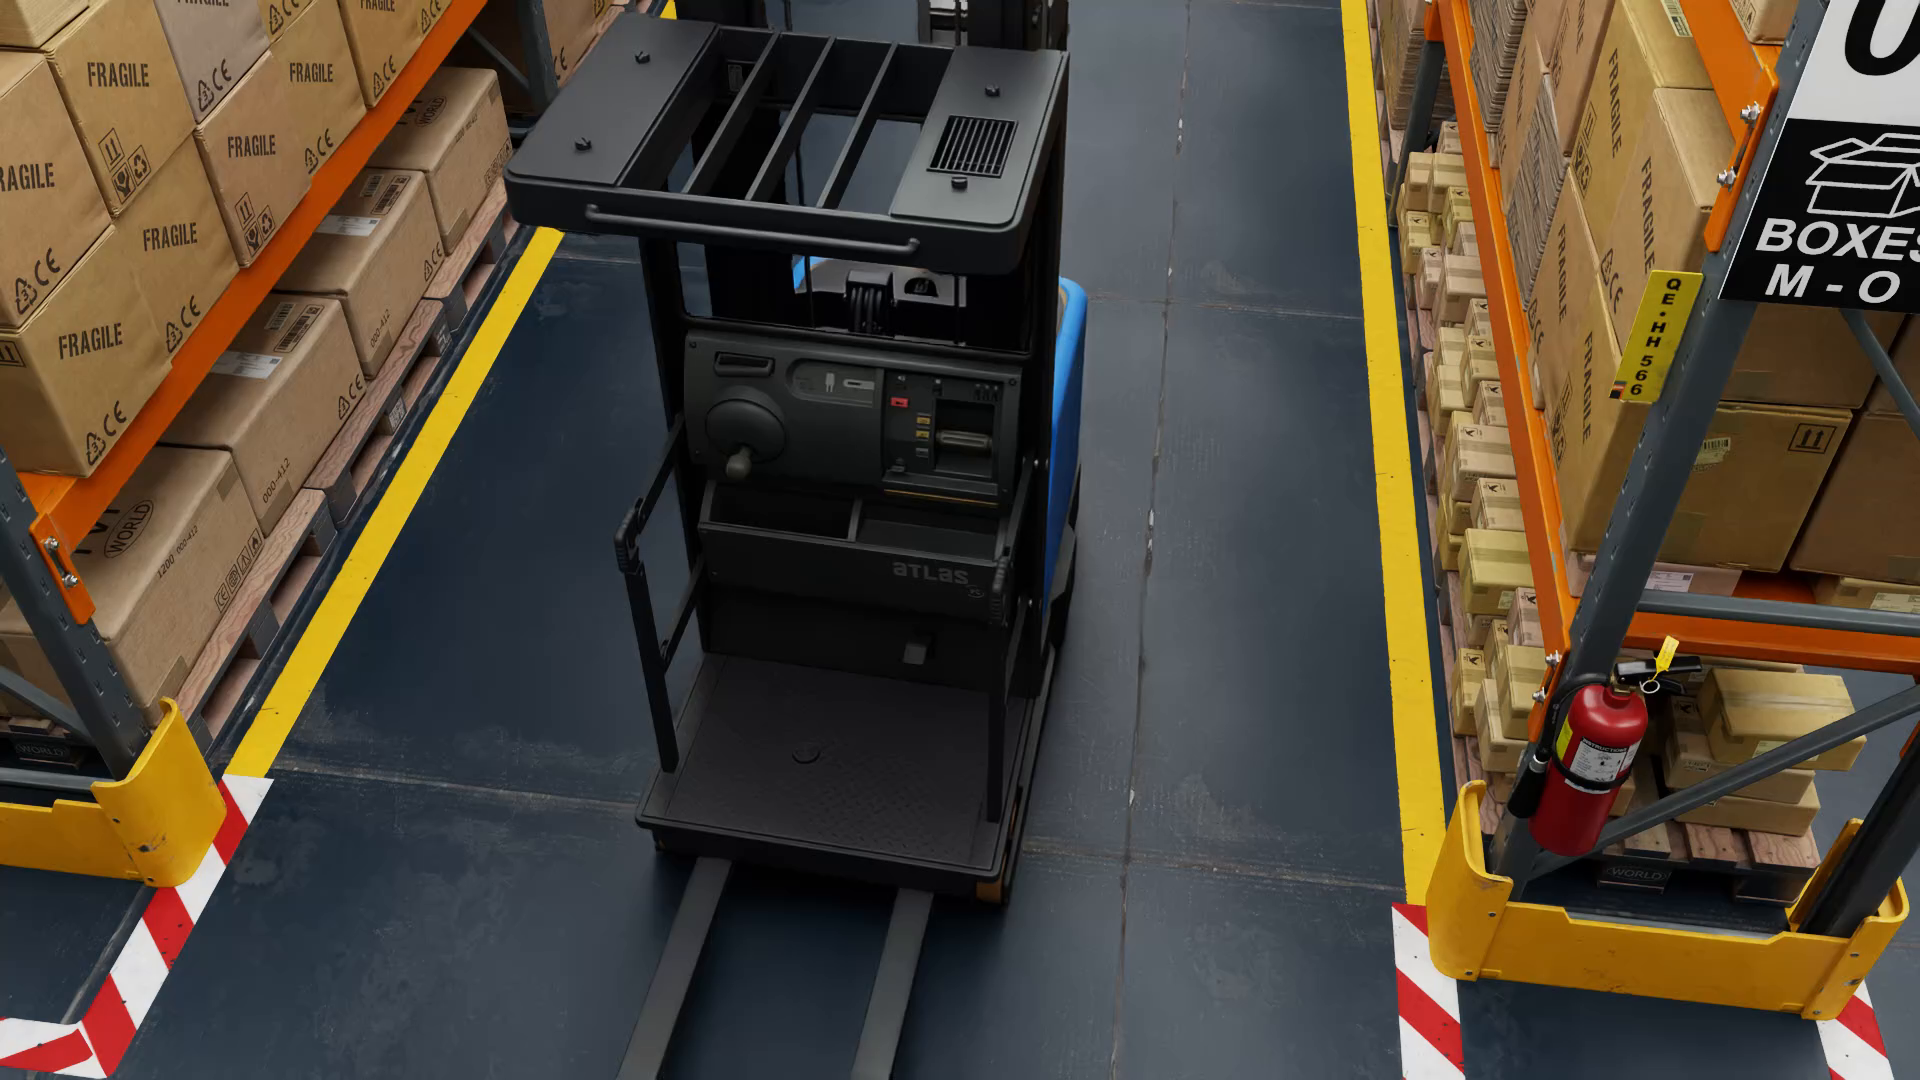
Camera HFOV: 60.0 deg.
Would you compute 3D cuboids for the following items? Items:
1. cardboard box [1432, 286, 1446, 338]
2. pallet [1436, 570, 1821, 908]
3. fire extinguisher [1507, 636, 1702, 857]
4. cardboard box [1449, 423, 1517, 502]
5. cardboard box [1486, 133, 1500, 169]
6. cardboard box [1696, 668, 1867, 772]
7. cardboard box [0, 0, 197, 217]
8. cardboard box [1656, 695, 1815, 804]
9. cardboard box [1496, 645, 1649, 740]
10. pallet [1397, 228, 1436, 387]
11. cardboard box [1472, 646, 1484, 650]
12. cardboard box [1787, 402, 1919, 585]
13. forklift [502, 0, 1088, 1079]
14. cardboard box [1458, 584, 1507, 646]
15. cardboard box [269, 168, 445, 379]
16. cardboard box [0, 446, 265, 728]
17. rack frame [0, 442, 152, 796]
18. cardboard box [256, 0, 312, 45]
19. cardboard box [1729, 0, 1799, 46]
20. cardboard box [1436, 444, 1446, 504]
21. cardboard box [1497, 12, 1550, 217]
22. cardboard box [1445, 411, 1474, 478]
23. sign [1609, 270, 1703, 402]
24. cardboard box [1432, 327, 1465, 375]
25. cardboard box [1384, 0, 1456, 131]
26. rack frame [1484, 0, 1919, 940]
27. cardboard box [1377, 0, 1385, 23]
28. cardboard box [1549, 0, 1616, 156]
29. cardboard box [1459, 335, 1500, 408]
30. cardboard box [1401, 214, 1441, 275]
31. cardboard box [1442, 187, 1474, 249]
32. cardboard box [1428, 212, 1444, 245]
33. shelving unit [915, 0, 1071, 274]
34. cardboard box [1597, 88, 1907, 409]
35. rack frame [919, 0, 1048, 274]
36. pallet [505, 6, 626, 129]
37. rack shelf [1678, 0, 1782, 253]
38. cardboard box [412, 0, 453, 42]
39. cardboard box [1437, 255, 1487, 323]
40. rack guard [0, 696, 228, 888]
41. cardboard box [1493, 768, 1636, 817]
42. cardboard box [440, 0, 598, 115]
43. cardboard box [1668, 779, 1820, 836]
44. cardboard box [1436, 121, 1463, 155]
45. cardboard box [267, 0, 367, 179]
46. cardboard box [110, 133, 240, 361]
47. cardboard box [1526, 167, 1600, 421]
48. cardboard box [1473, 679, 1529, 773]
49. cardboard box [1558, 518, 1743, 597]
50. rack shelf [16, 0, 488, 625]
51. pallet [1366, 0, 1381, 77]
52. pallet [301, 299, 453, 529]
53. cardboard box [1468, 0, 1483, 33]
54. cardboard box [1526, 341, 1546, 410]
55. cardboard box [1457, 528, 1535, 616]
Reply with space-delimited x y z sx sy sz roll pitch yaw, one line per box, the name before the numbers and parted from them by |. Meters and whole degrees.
cardboard box | 2.145 -0.909 6.797 0.380 0.149 0.250 4 44 5
pallet | 2.135 0.593 5.471 1.003 0.211 1.213 5 44 6
fire extinguisher | 1.492 0.475 3.894 0.296 0.674 0.183 5 44 6
cardboard box | 1.878 -0.248 5.665 0.380 0.149 0.250 7 44 7
cardboard box | 2.024 -1.387 5.716 0.380 0.149 0.250 7 44 7
cardboard box | 2.389 0.523 4.852 0.380 0.149 0.250 3 44 4
cardboard box | -2.530 -1.252 4.591 0.500 0.500 0.500 4 44 4
cardboard box | 2.307 0.623 4.962 0.380 0.149 0.250 7 44 7
cardboard box | 1.802 0.465 4.913 0.380 0.149 0.250 6 44 6
pallet | 2.458 -1.070 7.227 1.003 0.211 1.213 5 44 6
cardboard box | 1.900 0.331 5.487 0.380 0.149 0.250 5 44 5
cardboard box | 2.316 -0.243 4.036 0.500 0.500 0.500 7 44 7
forklift | -0.336 -0.238 4.370 1.130 2.935 3.031 7 44 8
cardboard box | 1.837 0.217 5.391 0.380 0.149 0.250 4 44 4
cardboard box | -2.715 -1.119 6.808 0.875 0.438 0.875 4 44 4
cardboard box | -2.949 0.120 5.500 0.875 0.438 0.875 4 44 4
rack frame | -2.937 -0.199 4.278 1.000 3.000 0.127 5 44 6
cardboard box | -2.404 -1.944 5.321 0.500 0.500 0.500 5 44 6
cardboard box | 1.781 -1.187 3.249 0.500 0.250 0.500 4 44 5
cardboard box | 1.947 -0.203 6.051 0.380 0.149 0.250 6 44 6
cardboard box | 1.994 -1.328 5.181 0.500 0.500 0.500 7 44 8
cardboard box | 1.945 -0.310 5.948 0.380 0.149 0.250 7 44 8
sign | 1.435 -0.417 3.437 0.100 0.325 0.005 5 44 6
cardboard box | 2.011 -0.666 6.323 0.380 0.149 0.250 5 44 5
cardboard box | 2.360 -2.316 8.027 0.500 0.500 0.500 4 44 5
rack frame | 1.983 0.182 3.876 1.000 3.000 0.127 5 44 6
cardboard box | 2.500 -3.015 8.765 0.500 0.500 0.500 4 44 5
cardboard box | 1.924 -1.360 4.489 0.500 0.500 0.500 7 44 8
cardboard box | 2.029 -0.598 6.036 0.380 0.149 0.250 5 44 6
cardboard box | 2.110 -1.261 7.168 0.380 0.149 0.250 6 44 7
cardboard box | 2.181 -1.302 6.779 0.380 0.149 0.250 5 44 5
cardboard box | 2.202 -1.371 7.068 0.380 0.149 0.250 6 44 6
shelving unit | 0.116 -1.123 5.909 0.431 2.100 0.503 7 44 8
cardboard box | 1.797 -0.660 3.749 0.500 0.500 0.500 4 44 5
rack frame | 0.071 -0.958 5.735 0.400 2.100 0.015 7 44 8
pallet | -2.381 -2.445 8.679 1.003 0.211 1.213 5 44 6
rack shelf | 2.247 -2.009 4.531 1.077 0.370 4.000 5 44 6
cardboard box | -2.279 -2.271 6.394 0.500 0.500 0.500 4 44 4
cardboard box | 2.055 -0.956 6.414 0.380 0.149 0.250 6 44 6
rack guard | -2.940 0.725 5.121 1.175 0.500 0.348 5 44 6
cardboard box | 1.846 0.687 5.111 0.380 0.149 0.250 6 44 6
cardboard box | -2.406 -2.736 8.197 0.875 0.875 0.875 6 44 7
cardboard box | 2.370 0.737 5.058 0.380 0.149 0.250 6 44 6
cardboard box | 2.261 -1.661 7.158 0.380 0.149 0.250 7 44 7
cardboard box | -2.415 -1.571 5.655 0.500 0.500 0.500 7 44 7
cardboard box | -2.550 -0.883 4.929 0.500 0.500 0.500 5 44 5
cardboard box | 1.860 -0.642 4.458 0.500 0.500 0.500 5 44 5
cardboard box | 1.770 0.571 5.017 0.380 0.149 0.250 4 44 4
cardboard box | 1.746 0.026 4.224 0.380 0.149 0.250 5 44 6
rack shelf | -2.673 -1.301 5.965 1.077 0.370 4.000 5 44 6
pallet | 2.772 -2.896 9.155 1.003 0.211 1.213 5 44 6
pallet | -2.745 -0.567 6.696 1.003 0.211 1.213 5 44 6
cardboard box | 2.138 -2.036 5.929 0.500 0.500 0.500 5 44 5
cardboard box | 1.845 -0.489 4.767 0.380 0.149 0.250 6 44 7
cardboard box | 1.800 0.111 5.286 0.380 0.149 0.250 4 44 5
